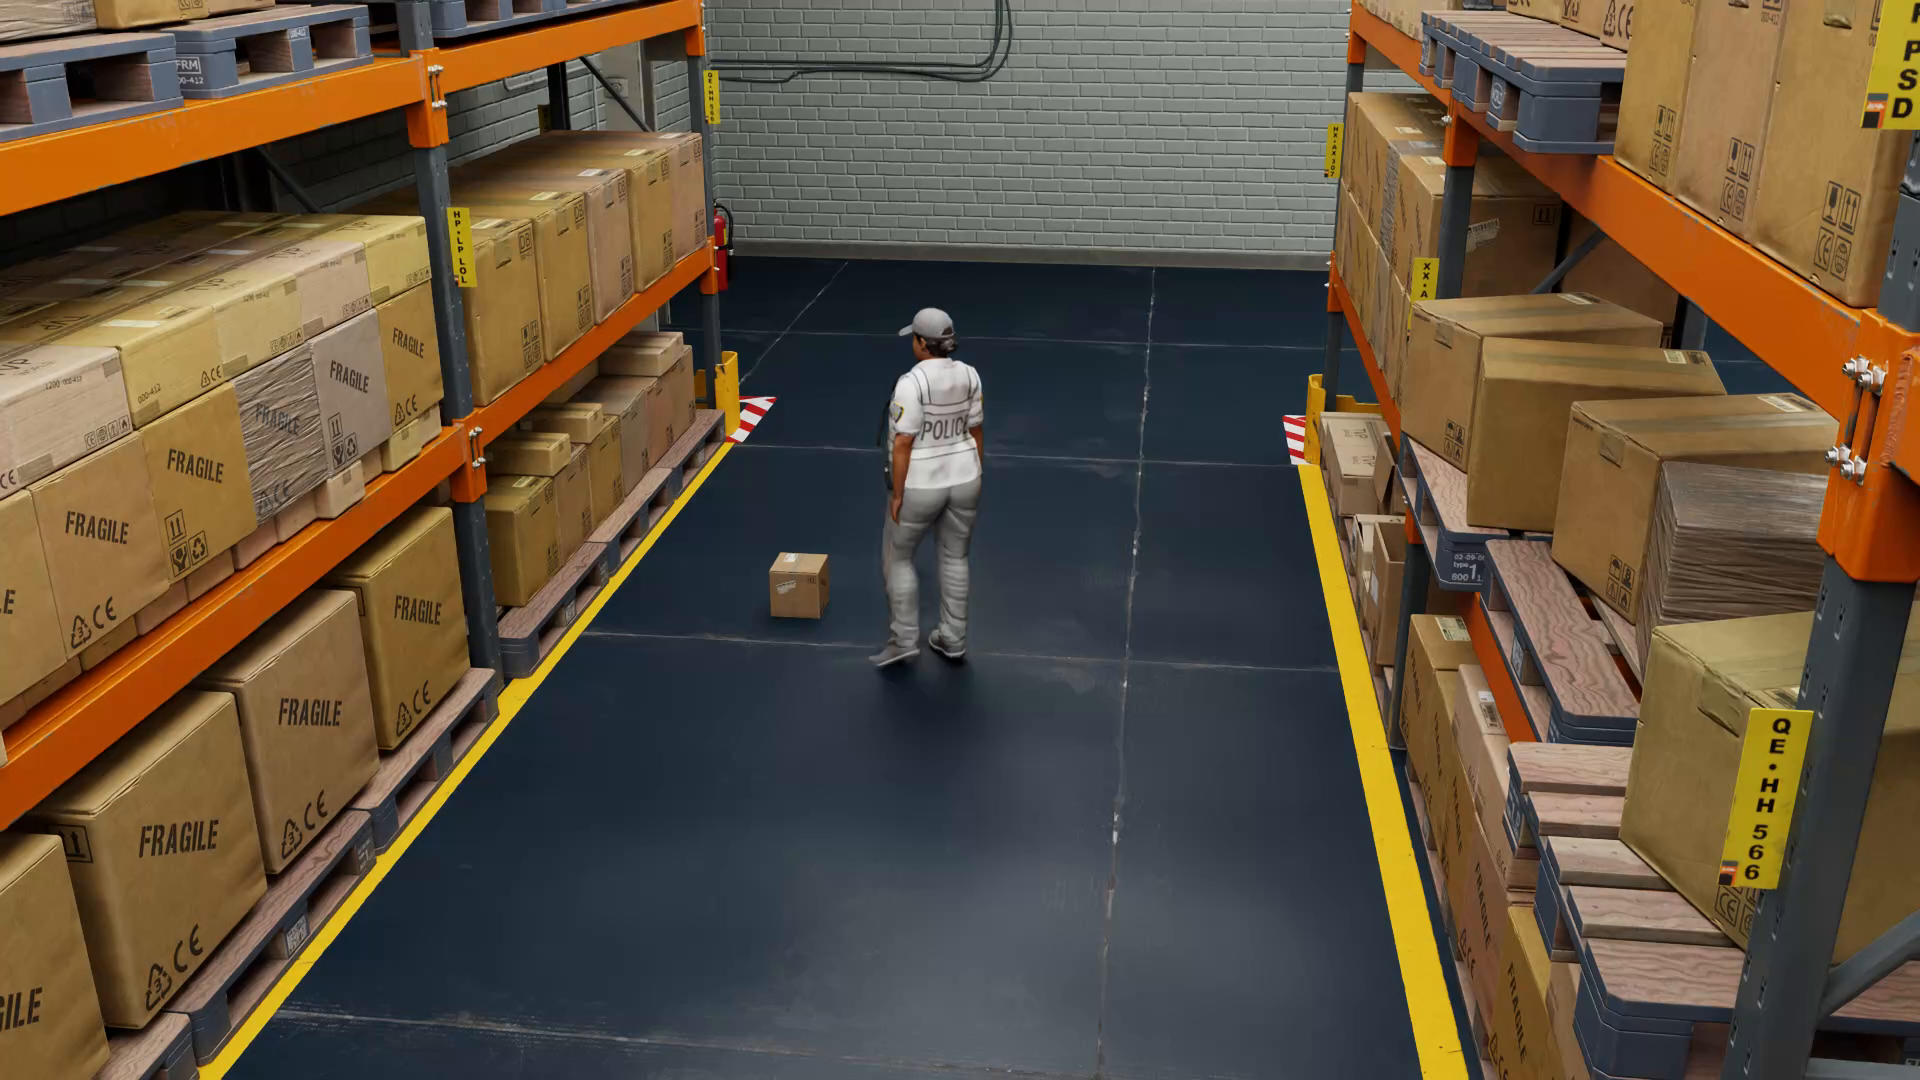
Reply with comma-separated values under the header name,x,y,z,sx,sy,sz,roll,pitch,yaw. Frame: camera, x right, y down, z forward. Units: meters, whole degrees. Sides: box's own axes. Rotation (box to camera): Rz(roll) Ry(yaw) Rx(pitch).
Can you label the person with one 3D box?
name,x,y,z,sx,sy,sz,roll,pitch,yaw
person,-0.151,-0.214,7.670,0.569,1.720,0.400,-13,25,-29
